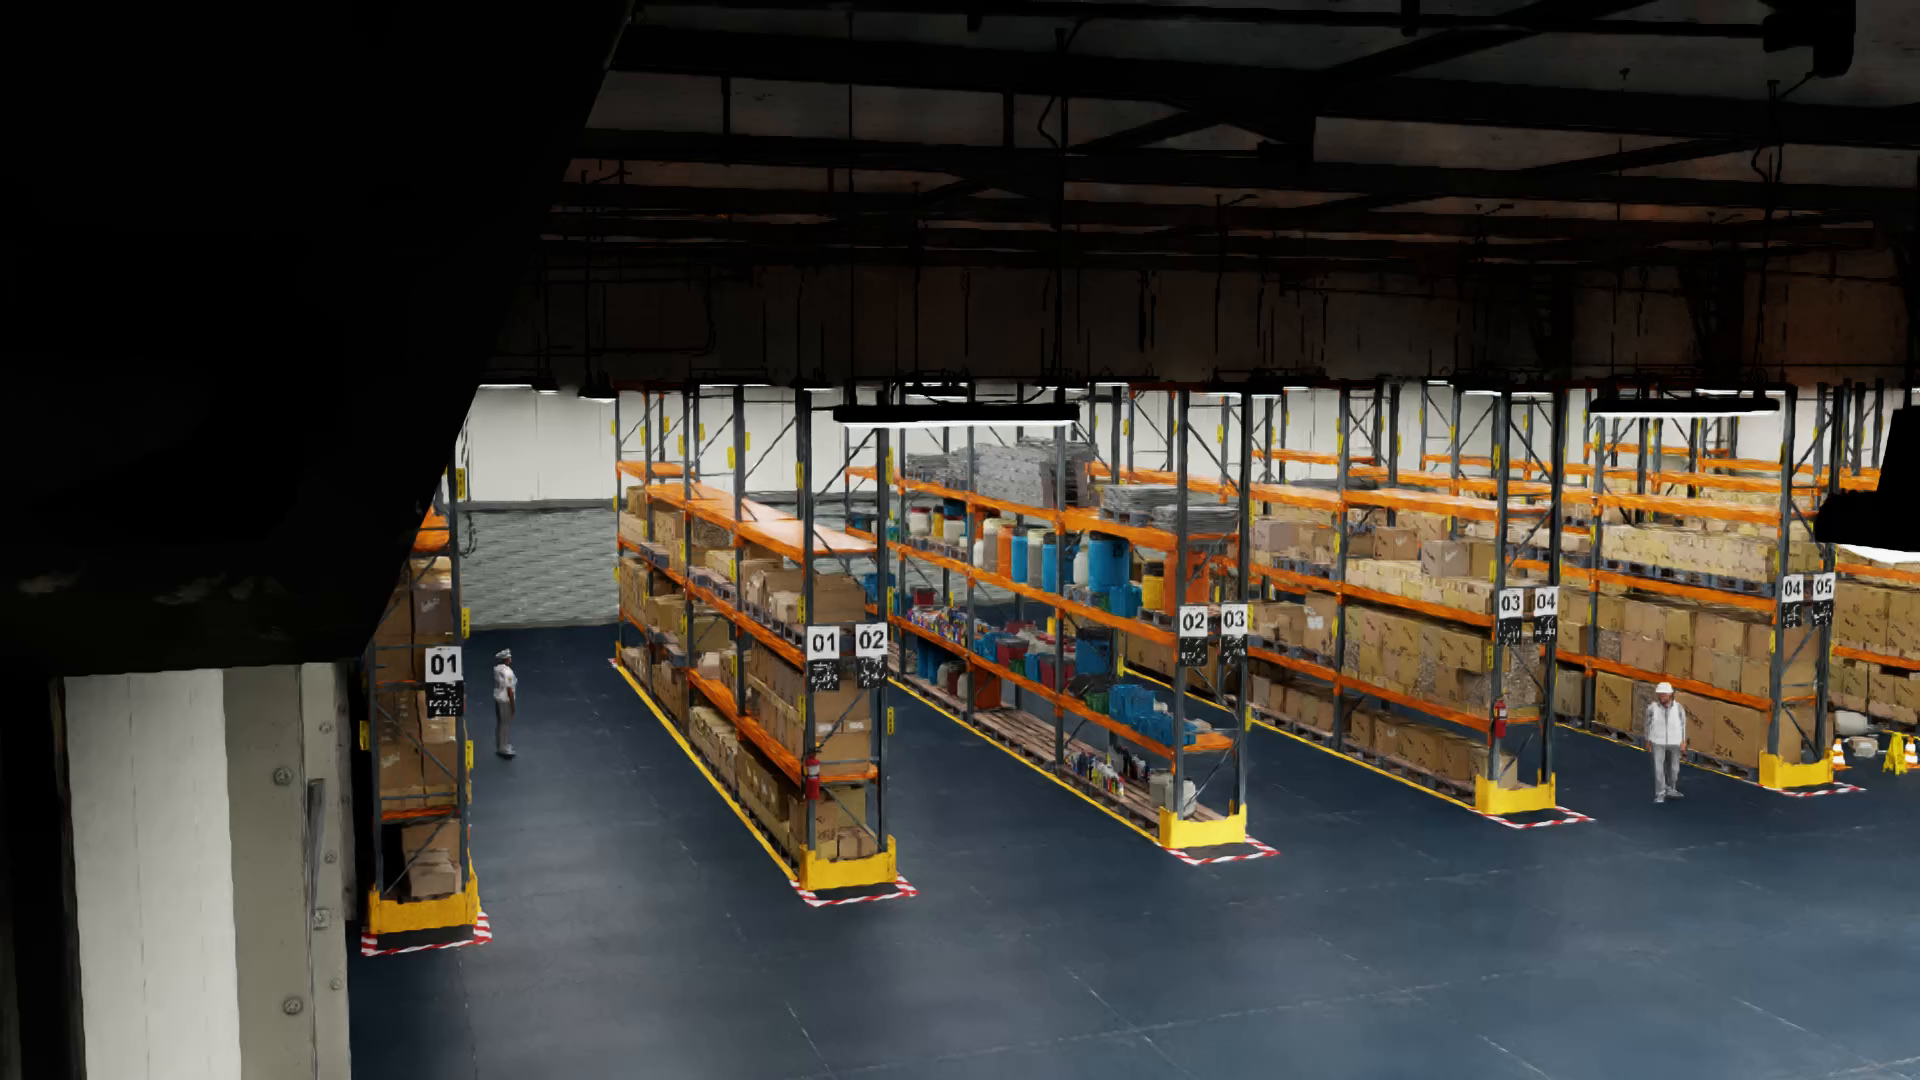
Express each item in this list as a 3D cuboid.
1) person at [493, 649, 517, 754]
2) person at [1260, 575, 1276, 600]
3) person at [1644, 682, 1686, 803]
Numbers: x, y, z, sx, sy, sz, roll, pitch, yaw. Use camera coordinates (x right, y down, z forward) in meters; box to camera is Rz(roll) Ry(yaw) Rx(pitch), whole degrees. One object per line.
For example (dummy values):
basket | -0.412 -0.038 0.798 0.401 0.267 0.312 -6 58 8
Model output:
person | -7.412 2.618 27.096 0.371 1.682 0.582 -5 8 -41
person | 6.730 1.562 36.599 0.575 1.783 0.679 -1 6 -5
person | 10.231 2.912 24.128 0.577 1.762 0.569 2 6 18
